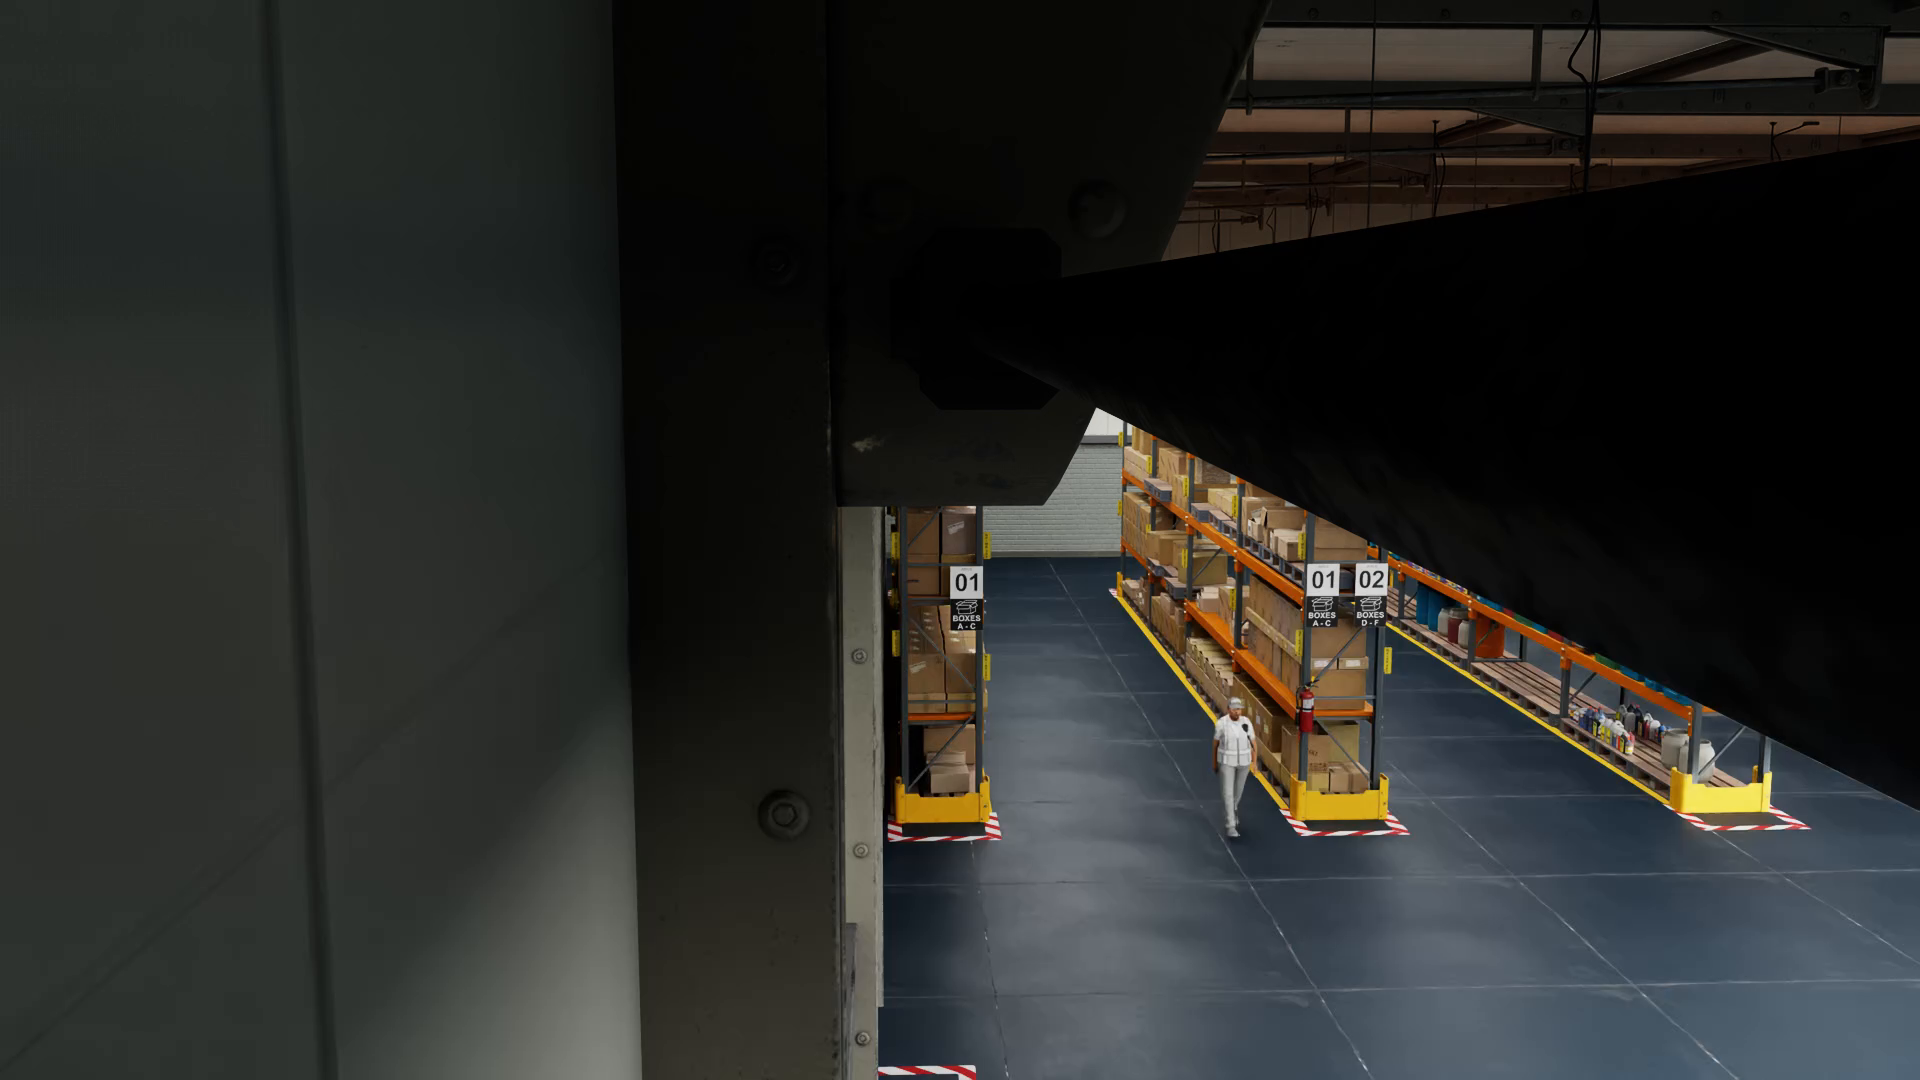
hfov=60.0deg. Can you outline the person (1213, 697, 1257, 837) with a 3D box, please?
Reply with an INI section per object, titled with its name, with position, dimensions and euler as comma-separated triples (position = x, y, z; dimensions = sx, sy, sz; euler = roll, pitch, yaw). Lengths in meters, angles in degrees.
[person]
position = 3.342, 2.708, 20.045
dimensions = 0.497, 1.617, 0.955
euler = -1, 8, -6
